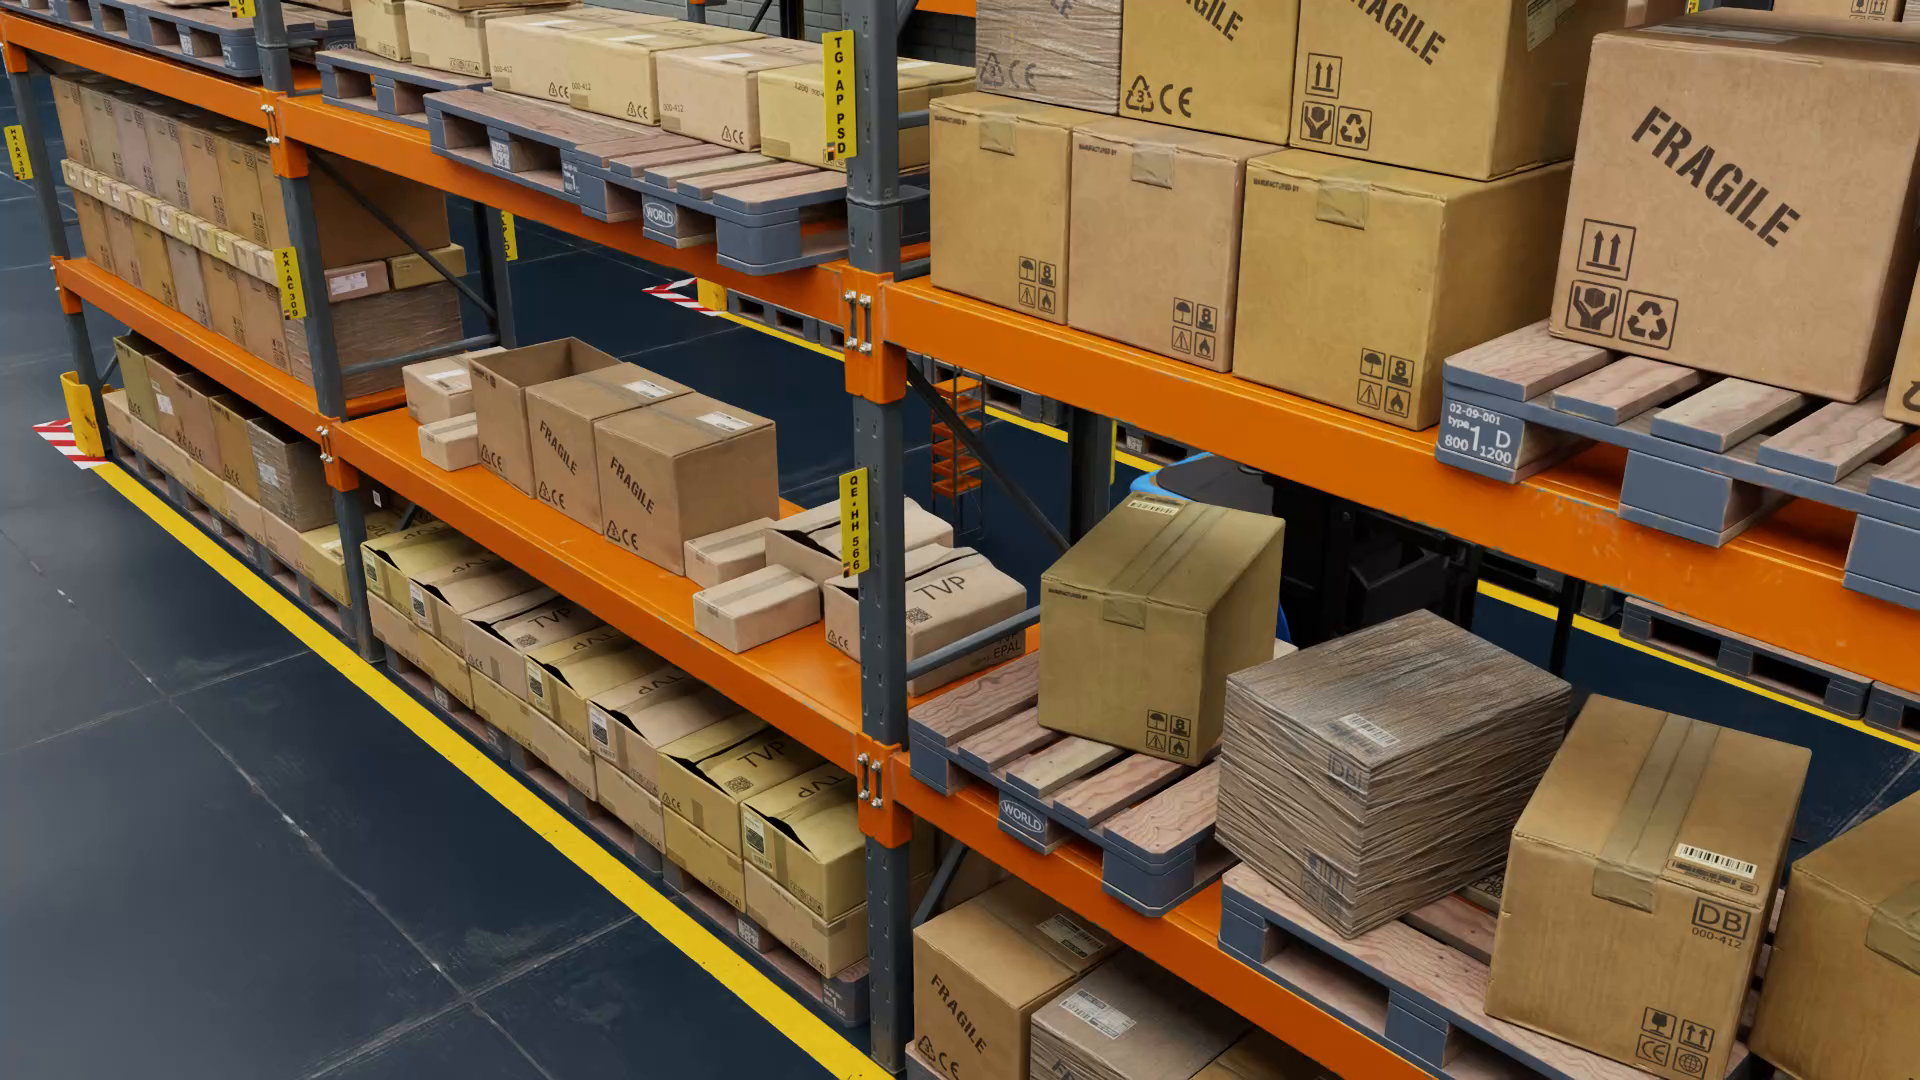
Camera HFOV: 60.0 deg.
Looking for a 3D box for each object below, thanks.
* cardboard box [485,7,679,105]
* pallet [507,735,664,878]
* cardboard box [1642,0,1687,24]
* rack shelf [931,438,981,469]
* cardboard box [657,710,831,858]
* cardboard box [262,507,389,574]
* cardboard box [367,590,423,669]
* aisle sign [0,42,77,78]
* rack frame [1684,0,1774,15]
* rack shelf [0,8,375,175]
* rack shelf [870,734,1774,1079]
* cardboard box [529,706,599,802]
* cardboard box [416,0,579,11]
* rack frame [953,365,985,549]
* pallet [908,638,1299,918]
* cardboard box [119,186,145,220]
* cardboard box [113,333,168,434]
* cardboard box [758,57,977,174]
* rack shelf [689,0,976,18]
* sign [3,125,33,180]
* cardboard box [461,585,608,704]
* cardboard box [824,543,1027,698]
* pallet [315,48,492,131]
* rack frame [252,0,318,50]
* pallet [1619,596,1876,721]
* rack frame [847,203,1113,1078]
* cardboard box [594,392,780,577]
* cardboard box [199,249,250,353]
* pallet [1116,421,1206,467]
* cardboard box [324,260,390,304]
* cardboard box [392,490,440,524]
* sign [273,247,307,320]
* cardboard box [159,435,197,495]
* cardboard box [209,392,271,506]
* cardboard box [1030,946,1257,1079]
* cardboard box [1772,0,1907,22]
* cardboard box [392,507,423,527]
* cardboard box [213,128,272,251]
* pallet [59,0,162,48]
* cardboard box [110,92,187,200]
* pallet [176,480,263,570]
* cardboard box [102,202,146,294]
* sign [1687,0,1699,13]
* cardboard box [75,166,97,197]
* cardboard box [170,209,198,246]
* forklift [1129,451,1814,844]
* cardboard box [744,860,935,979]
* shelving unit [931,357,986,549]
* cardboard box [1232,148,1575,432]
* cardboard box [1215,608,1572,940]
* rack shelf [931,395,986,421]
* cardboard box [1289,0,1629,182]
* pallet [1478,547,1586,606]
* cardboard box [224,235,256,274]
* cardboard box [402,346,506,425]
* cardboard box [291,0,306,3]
[{"bbox_3d":[-1.376,-1.783,6.105,0.500,0.250,0.500,20,32,37],"label":"cardboard box"},{"bbox_3d":[-1.268,0.959,7.394,1.003,0.211,1.213,-21,32,-38],"label":"pallet"},{"bbox_3d":[3.385,-2.789,8.491,0.500,0.500,0.500,-21,32,-38],"label":"cardboard box"},{"bbox_3d":[-0.010,-0.510,9.529,0.258,0.103,0.180,-21,32,-38],"label":"rack shelf"},{"bbox_3d":[-0.802,0.880,6.337,0.500,0.311,0.500,-22,32,-39],"label":"cardboard box"},{"bbox_3d":[-3.449,-0.065,9.085,0.500,0.250,0.500,-21,32,-38],"label":"cardboard box"},{"bbox_3d":[-2.543,0.361,8.153,0.500,0.250,0.500,-22,33,-40],"label":"cardboard box"},{"bbox_3d":[-5.640,-3.219,10.061,0.394,0.787,0.004,-21,32,-38],"label":"aisle sign"},{"bbox_3d":[3.710,-3.816,7.272,1.000,3.000,0.127,-21,32,-38],"label":"rack frame"},{"bbox_3d":[-4.005,-2.535,8.946,1.077,0.370,4.000,-21,32,-38],"label":"rack shelf"},{"bbox_3d":[1.463,1.253,4.256,1.077,0.370,4.000,-21,32,-38],"label":"rack shelf"},{"bbox_3d":[-1.492,0.826,7.132,0.500,0.250,0.500,-20,32,-38],"label":"cardboard box"},{"bbox_3d":[-1.839,-2.357,6.459,0.500,0.500,0.500,-18,30,-34],"label":"cardboard box"},{"bbox_3d":[0.053,-0.523,9.450,0.240,1.200,0.006,-21,32,-38],"label":"rack frame"},{"bbox_3d":[0.611,0.593,5.068,1.213,0.211,1.003,-21,32,-38],"label":"pallet"},{"bbox_3d":[-4.554,-1.952,9.513,0.250,0.149,0.380,23,33,40],"label":"cardboard box"},{"bbox_3d":[-4.824,-1.008,10.250,0.500,0.500,0.500,-21,32,-38],"label":"cardboard box"},{"bbox_3d":[-0.255,-1.289,5.022,0.500,0.250,0.500,21,32,38],"label":"cardboard box"},{"bbox_3d":[-0.391,-3.942,12.029,1.077,0.370,4.000,-21,32,-38],"label":"rack shelf"},{"bbox_3d":[-5.781,-2.378,10.210,0.100,0.325,0.005,-21,32,-38],"label":"sign"},{"bbox_3d":[-1.844,0.418,7.350,0.500,0.311,0.500,23,33,40],"label":"cardboard box"},{"bbox_3d":[-0.121,0.238,5.722,0.500,0.311,0.500,-19,31,-35],"label":"cardboard box"},{"bbox_3d":[-2.025,-1.906,6.930,1.217,0.209,0.805,22,33,40],"label":"pallet"},{"bbox_3d":[-2.638,-3.621,6.846,1.000,3.000,0.127,-21,32,-38],"label":"rack frame"},{"bbox_3d":[4.193,0.442,8.526,1.003,0.211,1.213,-21,32,-38],"label":"pallet"},{"bbox_3d":[0.096,0.320,5.435,1.000,3.000,0.127,-21,32,-38],"label":"rack frame"},{"bbox_3d":[-1.063,-0.229,6.518,0.500,0.500,0.500,22,32,39],"label":"cardboard box"},{"bbox_3d":[-3.651,-1.381,9.043,0.700,0.500,0.500,-21,32,-38],"label":"cardboard box"},{"bbox_3d":[1.509,-0.794,11.236,1.003,0.211,1.213,-21,32,-38],"label":"pallet"},{"bbox_3d":[-2.980,-1.254,7.983,0.380,0.149,0.250,-21,32,-38],"label":"cardboard box"},{"bbox_3d":[-2.726,-0.402,8.922,0.500,0.500,0.500,-21,32,-38],"label":"cardboard box"},{"bbox_3d":[-3.042,-1.164,7.549,0.100,0.325,0.005,-21,32,-38],"label":"sign"},{"bbox_3d":[-4.482,-0.516,10.074,0.500,0.250,0.500,-21,32,-38],"label":"cardboard box"},{"bbox_3d":[-3.792,-0.557,9.260,0.500,0.500,0.500,-21,32,-38],"label":"cardboard box"},{"bbox_3d":[0.561,1.633,5.038,0.500,0.500,0.500,22,33,40],"label":"cardboard box"},{"bbox_3d":[4.077,-2.569,7.503,0.500,0.500,0.700,21,32,38],"label":"cardboard box"},{"bbox_3d":[-2.733,-0.058,9.071,0.500,0.250,0.500,-21,32,-38],"label":"cardboard box"},{"bbox_3d":[-3.292,-1.813,8.427,0.700,0.500,0.500,-21,32,-39],"label":"cardboard box"},{"bbox_3d":[-4.069,-2.837,8.847,1.003,0.211,1.213,-21,32,-38],"label":"pallet"},{"bbox_3d":[-4.317,-2.268,9.424,0.700,0.500,0.500,-21,32,-38],"label":"cardboard box"},{"bbox_3d":[-3.989,-0.246,10.034,1.003,0.211,1.213,-21,32,-38],"label":"pallet"},{"bbox_3d":[-4.700,-1.846,10.063,0.700,0.500,0.500,-20,31,-37],"label":"cardboard box"},{"bbox_3d":[3.312,-2.533,7.451,0.100,0.325,0.005,-21,32,-38],"label":"sign"},{"bbox_3d":[-5.078,-2.185,10.024,0.380,0.149,0.250,-22,33,-40],"label":"cardboard box"},{"bbox_3d":[-4.030,-1.719,9.002,0.380,0.149,0.250,-20,31,-37],"label":"cardboard box"},{"bbox_3d":[2.140,-0.321,6.922,1.130,2.935,3.031,-21,32,-38],"label":"forklift"},{"bbox_3d":[-0.441,1.290,6.116,0.500,0.250,0.500,-20,31,-37],"label":"cardboard box"},{"bbox_3d":[-0.010,-0.550,9.511,0.258,1.200,0.189,-21,32,-38],"label":"shelving unit"},{"bbox_3d":[1.123,-0.656,3.838,0.910,0.500,0.500,-21,32,-38],"label":"cardboard box"},{"bbox_3d":[1.095,0.574,4.252,0.700,0.500,0.500,-15,28,-29],"label":"cardboard box"},{"bbox_3d":[-0.010,-0.728,9.429,0.258,0.103,0.180,-21,32,-38],"label":"rack shelf"},{"bbox_3d":[1.087,-1.102,3.613,0.500,0.500,0.500,-21,32,-38],"label":"cardboard box"},{"bbox_3d":[3.177,-0.055,9.616,1.003,0.211,1.213,-21,32,-38],"label":"pallet"},{"bbox_3d":[-3.509,-1.487,8.495,0.380,0.149,0.250,-21,32,-39],"label":"cardboard box"},{"bbox_3d":[-2.269,-0.687,7.822,0.500,0.250,0.500,-19,31,-35],"label":"cardboard box"},{"bbox_3d":[-3.159,-2.862,8.228,0.500,0.311,0.500,22,32,39],"label":"cardboard box"}]
